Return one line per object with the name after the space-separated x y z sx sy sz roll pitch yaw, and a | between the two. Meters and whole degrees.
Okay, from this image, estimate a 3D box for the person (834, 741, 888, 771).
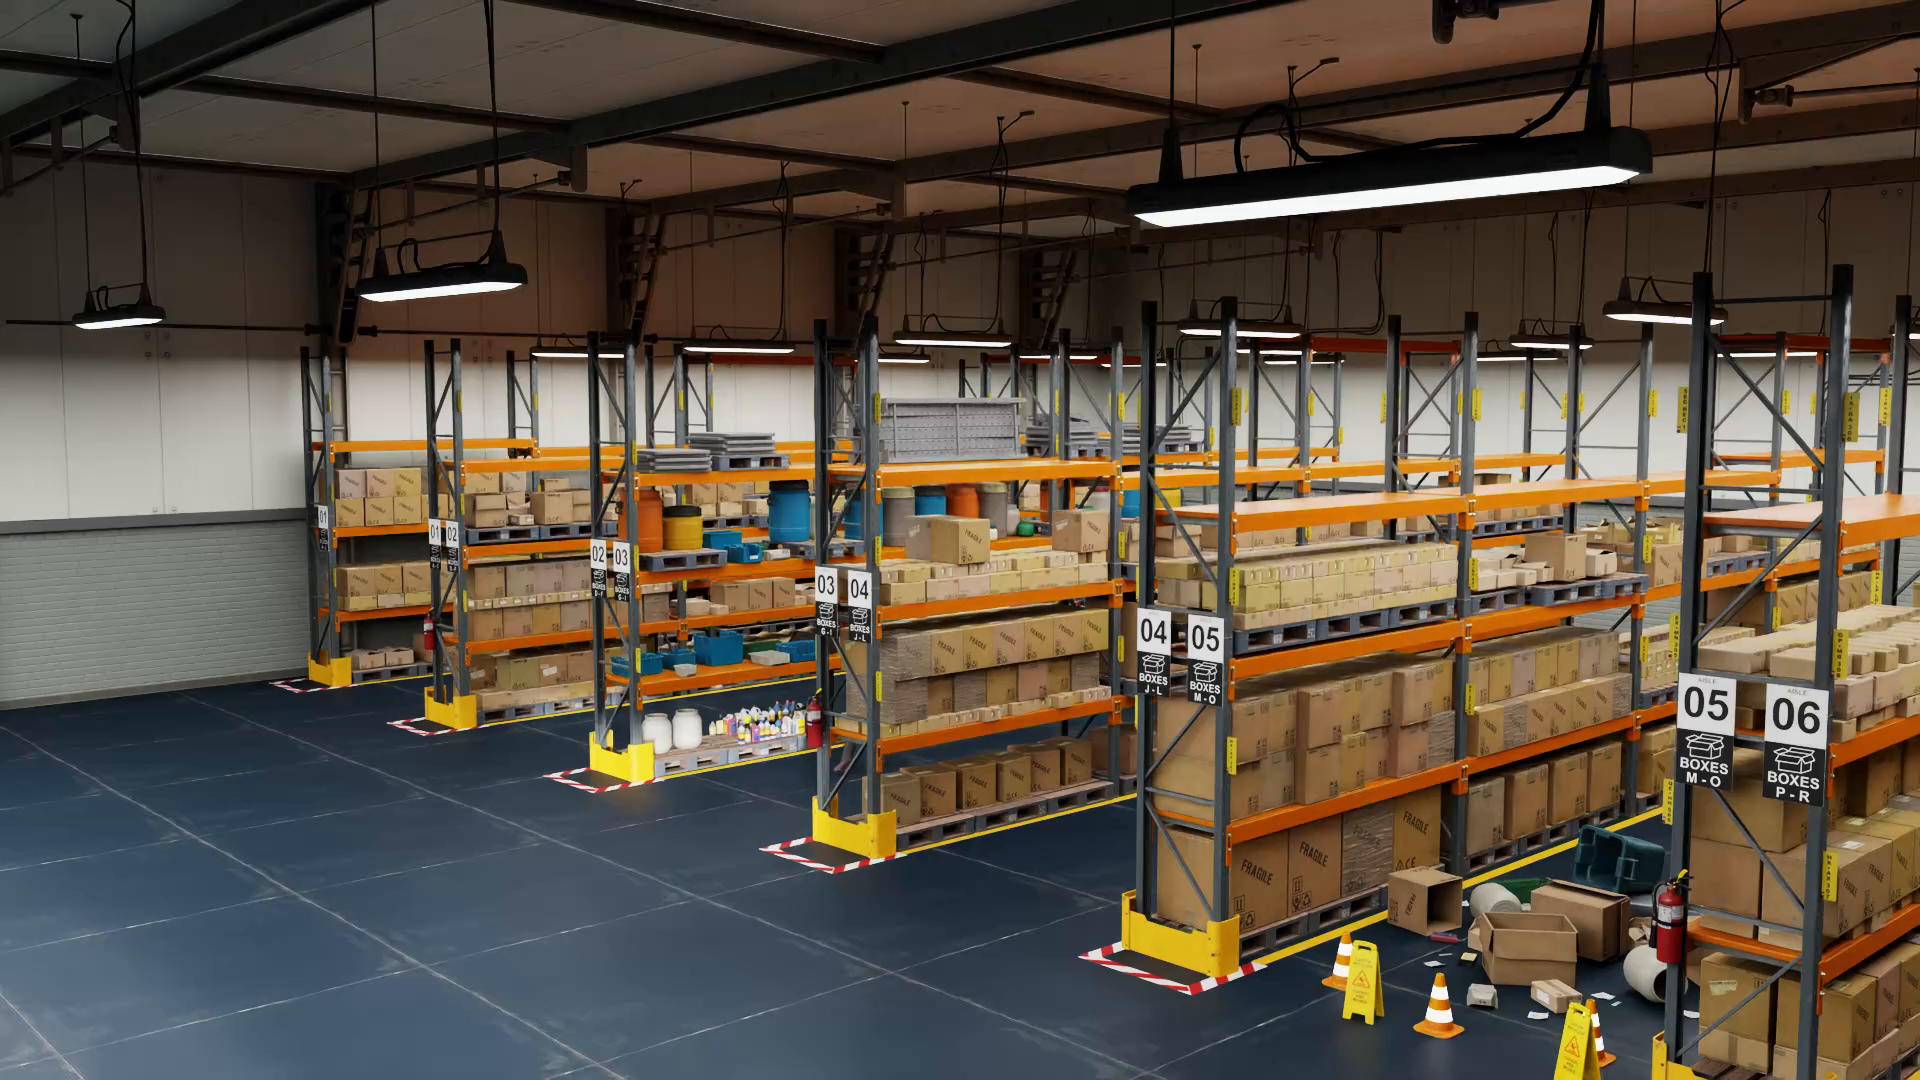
-1.375 2.336 22.819 0.474 1.604 0.928 4 7 41 | person
